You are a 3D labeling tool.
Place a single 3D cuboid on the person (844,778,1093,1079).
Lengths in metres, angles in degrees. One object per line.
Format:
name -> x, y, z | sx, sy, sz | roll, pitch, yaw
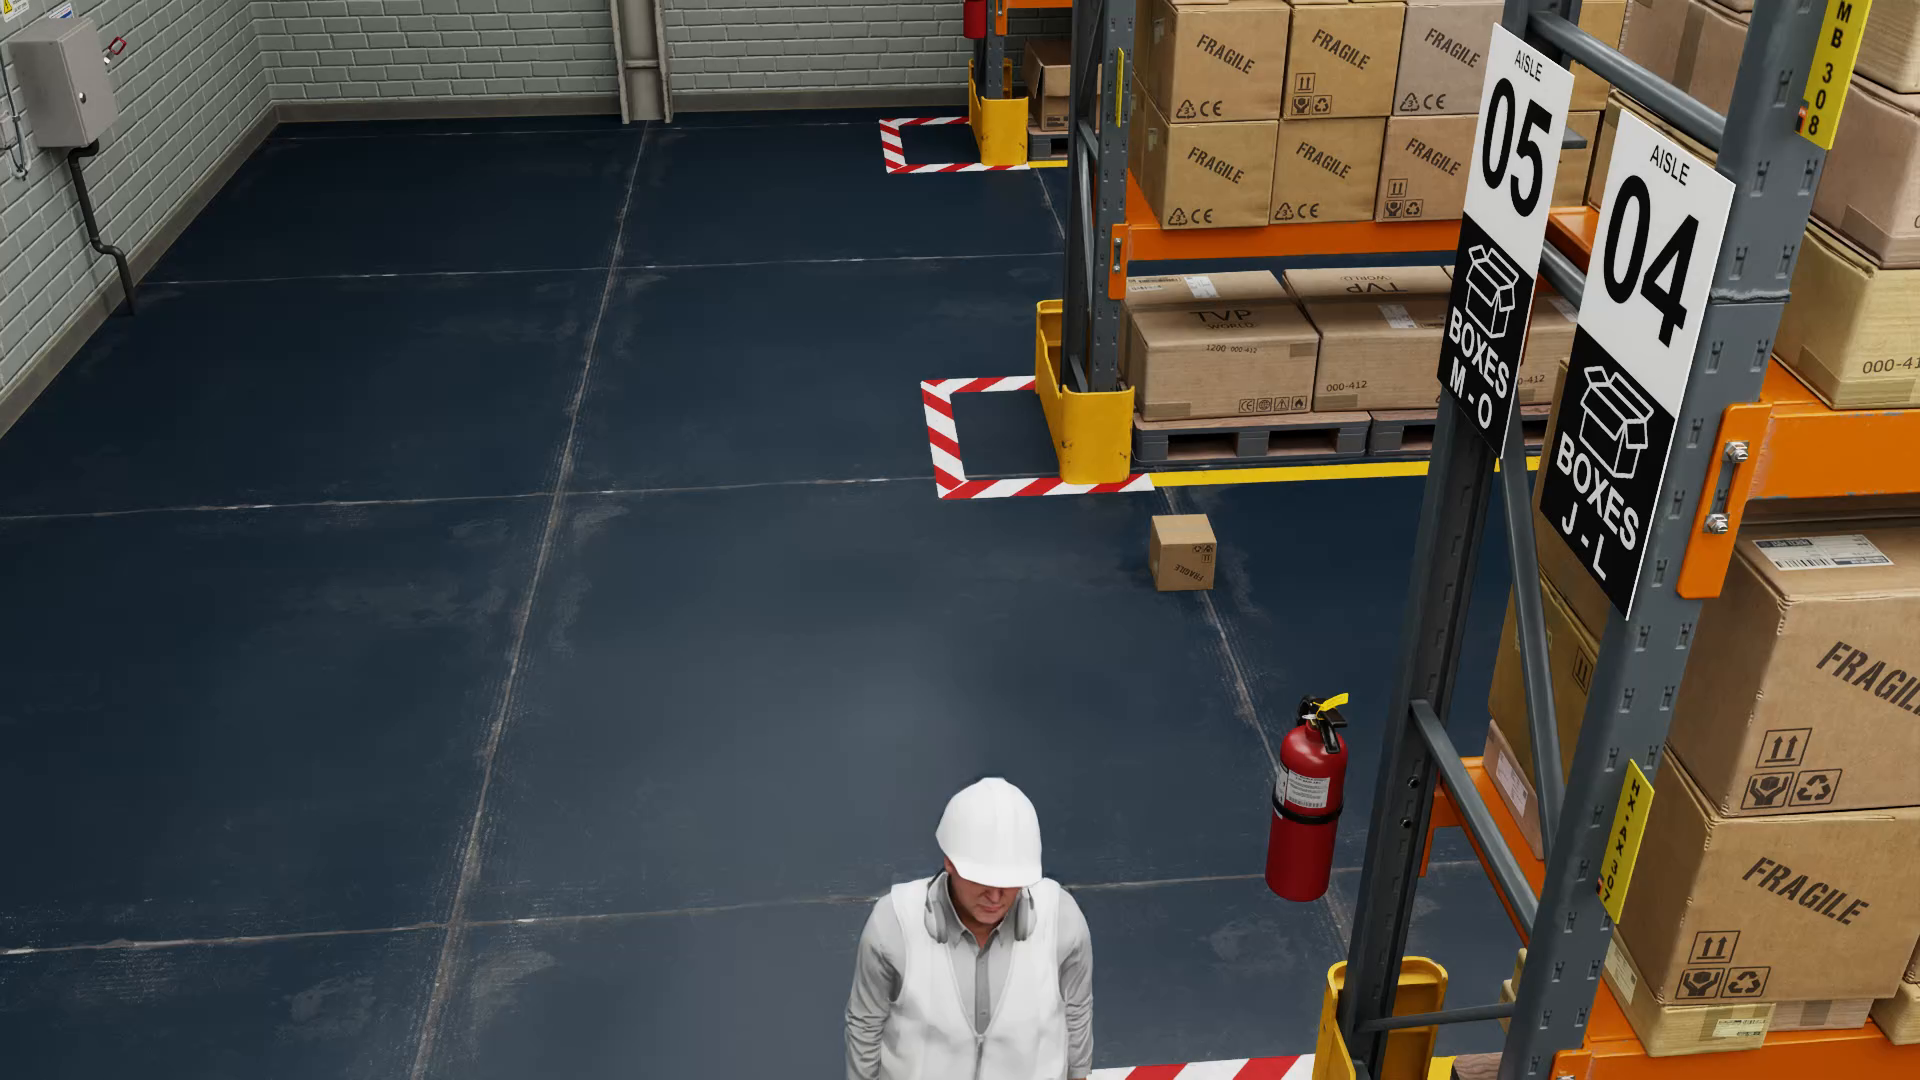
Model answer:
person -> 0.024, 1.326, 3.868 | 0.577, 1.785, 0.477 | 0, 31, 0
